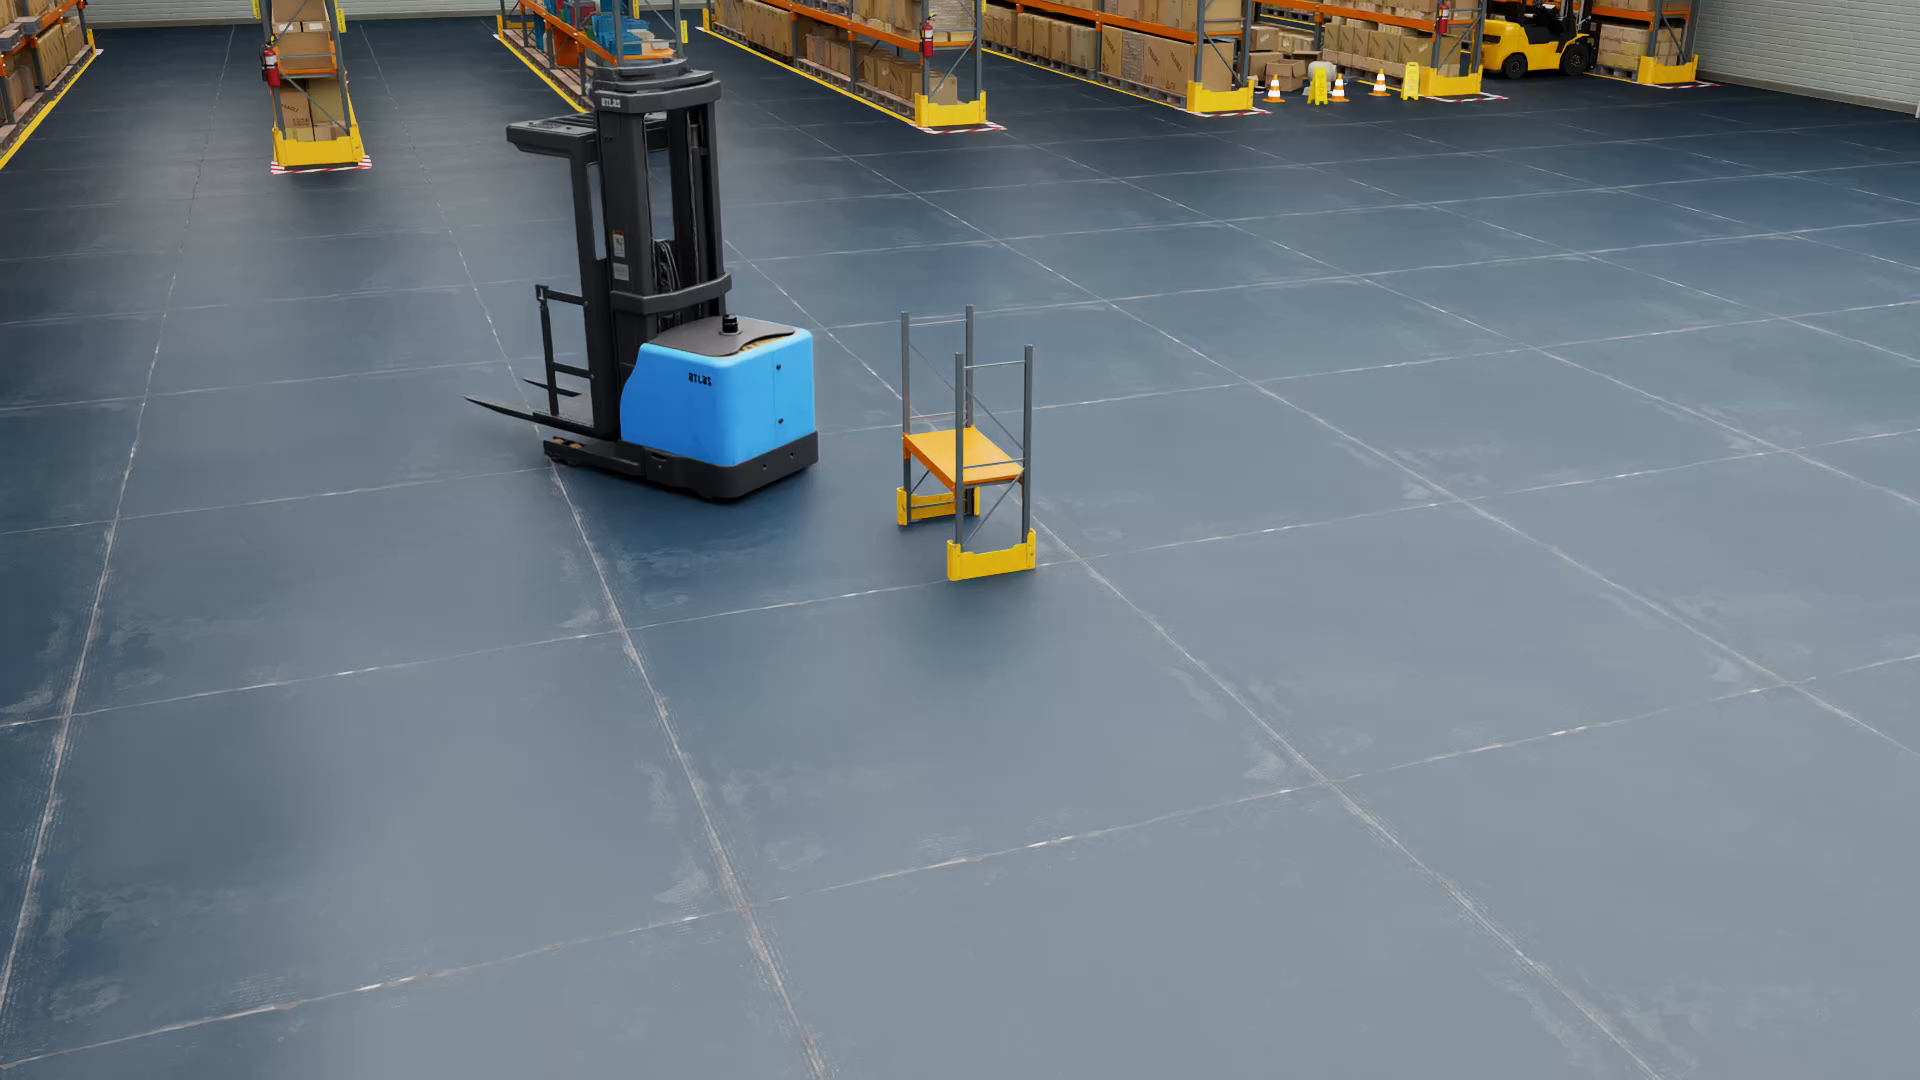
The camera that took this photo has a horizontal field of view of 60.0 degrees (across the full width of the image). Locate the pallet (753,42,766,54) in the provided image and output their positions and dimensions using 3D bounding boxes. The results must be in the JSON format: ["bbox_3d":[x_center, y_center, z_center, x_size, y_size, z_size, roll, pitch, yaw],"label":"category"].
[{"bbox_3d":[-4.029,-11.107,37.331,1.003,0.211,1.213,-8,24,-19],"label":"pallet"}]

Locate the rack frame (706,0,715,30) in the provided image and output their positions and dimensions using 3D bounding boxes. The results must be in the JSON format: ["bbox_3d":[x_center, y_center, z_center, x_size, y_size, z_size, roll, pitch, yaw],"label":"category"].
[{"bbox_3d":[-5.785,-14.115,40.878,1.000,3.000,0.127,-8,24,-19],"label":"rack frame"}]

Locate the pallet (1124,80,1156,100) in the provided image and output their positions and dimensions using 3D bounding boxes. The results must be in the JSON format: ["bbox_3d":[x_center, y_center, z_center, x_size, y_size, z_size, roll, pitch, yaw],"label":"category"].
[{"bbox_3d":[3.760,-8.383,30.868,1.003,0.211,1.213,-8,24,-19],"label":"pallet"}]

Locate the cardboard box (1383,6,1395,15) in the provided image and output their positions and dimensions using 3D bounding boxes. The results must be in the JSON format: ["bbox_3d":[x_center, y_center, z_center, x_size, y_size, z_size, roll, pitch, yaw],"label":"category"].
[{"bbox_3d":[8.289,-10.107,31.692,0.380,0.149,0.250,-9,24,-20],"label":"cardboard box"}]

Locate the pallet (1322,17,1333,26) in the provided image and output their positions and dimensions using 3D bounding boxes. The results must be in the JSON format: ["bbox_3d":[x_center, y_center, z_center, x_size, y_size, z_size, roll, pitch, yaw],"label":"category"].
[{"bbox_3d":[9.864,-13.129,42.127,1.003,0.211,1.213,-8,24,-19],"label":"pallet"}]

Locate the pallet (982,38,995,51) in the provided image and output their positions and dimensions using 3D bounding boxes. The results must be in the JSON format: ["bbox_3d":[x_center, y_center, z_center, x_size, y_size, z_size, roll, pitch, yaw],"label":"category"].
[{"bbox_3d":[1.015,-11.294,37.775,1.003,0.211,1.213,-8,24,-19],"label":"pallet"}]

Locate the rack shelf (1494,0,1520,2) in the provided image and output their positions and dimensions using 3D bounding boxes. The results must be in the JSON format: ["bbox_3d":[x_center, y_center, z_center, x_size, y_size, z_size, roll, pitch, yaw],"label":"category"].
[{"bbox_3d":[11.661,-12.192,37.242,1.077,0.370,4.000,-8,24,-19],"label":"rack shelf"}]

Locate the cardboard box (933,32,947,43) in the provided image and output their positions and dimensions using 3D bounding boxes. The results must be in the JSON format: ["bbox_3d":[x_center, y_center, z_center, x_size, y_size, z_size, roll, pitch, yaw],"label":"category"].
[{"bbox_3d":[-0.426,-8.261,27.312,0.380,0.149,0.250,-8,24,-19],"label":"cardboard box"}]

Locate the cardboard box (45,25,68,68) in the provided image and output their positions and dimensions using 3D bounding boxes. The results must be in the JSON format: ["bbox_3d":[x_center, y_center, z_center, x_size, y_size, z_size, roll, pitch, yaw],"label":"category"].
[{"bbox_3d":[-17.922,-9.608,32.410,0.750,0.750,0.750,-8,24,-18],"label":"cardboard box"}]

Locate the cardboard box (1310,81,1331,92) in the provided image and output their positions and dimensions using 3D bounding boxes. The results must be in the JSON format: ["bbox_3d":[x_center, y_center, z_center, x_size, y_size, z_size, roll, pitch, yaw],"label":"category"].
[{"bbox_3d":[6.786,-8.547,31.336,0.380,0.149,0.250,4,23,9],"label":"cardboard box"}]

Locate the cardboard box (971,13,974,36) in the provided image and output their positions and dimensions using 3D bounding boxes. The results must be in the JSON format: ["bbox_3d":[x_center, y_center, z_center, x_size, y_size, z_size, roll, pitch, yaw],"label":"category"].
[{"bbox_3d":[0.505,-11.851,38.182,0.500,0.500,0.500,-7,24,-17],"label":"cardboard box"}]

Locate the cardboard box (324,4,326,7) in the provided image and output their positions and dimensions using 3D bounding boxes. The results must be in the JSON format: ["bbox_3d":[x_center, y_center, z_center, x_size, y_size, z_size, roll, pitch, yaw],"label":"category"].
[{"bbox_3d":[-10.244,-8.393,26.336,0.380,0.149,0.250,-8,24,-19],"label":"cardboard box"}]

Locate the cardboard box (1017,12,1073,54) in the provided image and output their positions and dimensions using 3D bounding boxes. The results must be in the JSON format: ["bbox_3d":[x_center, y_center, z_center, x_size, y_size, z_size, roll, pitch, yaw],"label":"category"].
[{"bbox_3d":[1.848,-10.776,35.310,1.050,0.750,0.750,-9,24,-20],"label":"cardboard box"}]

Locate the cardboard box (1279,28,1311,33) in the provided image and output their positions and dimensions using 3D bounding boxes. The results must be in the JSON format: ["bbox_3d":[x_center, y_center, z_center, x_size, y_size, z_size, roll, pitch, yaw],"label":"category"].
[{"bbox_3d":[7.033,-10.801,35.857,0.950,0.372,0.625,-8,24,-17],"label":"cardboard box"}]

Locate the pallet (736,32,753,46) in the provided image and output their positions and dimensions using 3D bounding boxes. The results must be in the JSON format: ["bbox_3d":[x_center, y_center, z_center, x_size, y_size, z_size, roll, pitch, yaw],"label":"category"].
[{"bbox_3d":[-4.567,-11.664,38.652,1.003,0.211,1.213,-8,24,-19],"label":"pallet"}]

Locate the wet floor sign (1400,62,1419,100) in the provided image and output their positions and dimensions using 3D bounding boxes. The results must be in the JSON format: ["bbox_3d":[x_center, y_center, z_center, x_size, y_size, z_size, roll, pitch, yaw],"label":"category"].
[{"bbox_3d":[8.205,-8.361,30.256,0.267,0.644,0.232,0,23,-1],"label":"wet floor sign"}]

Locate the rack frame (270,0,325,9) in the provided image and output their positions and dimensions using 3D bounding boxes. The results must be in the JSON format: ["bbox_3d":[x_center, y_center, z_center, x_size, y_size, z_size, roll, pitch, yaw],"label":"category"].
[{"bbox_3d":[-12.228,-9.851,30.760,1.000,3.000,0.127,-8,24,-19],"label":"rack frame"}]

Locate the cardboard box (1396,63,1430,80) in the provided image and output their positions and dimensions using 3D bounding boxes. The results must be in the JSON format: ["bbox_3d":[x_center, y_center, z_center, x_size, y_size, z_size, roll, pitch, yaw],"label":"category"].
[{"bbox_3d":[8.593,-8.853,31.393,0.500,0.250,0.500,-8,24,-19],"label":"cardboard box"}]

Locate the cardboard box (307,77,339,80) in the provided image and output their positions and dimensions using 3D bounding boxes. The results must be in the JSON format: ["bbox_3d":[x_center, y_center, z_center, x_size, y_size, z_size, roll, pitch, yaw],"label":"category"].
[{"bbox_3d":[-9.910,-6.987,25.999,0.500,0.500,0.500,-8,24,-19],"label":"cardboard box"}]

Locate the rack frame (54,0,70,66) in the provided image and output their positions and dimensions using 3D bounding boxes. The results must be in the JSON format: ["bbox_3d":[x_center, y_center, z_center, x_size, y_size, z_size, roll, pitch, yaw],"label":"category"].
[{"bbox_3d":[-18.274,-10.623,32.592,1.000,3.000,0.127,-8,24,-19],"label":"rack frame"}]

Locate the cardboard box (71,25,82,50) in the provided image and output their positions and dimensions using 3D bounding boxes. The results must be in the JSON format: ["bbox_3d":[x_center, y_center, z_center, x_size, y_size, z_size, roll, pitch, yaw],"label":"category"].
[{"bbox_3d":[-19.169,-10.696,35.442,0.700,0.500,0.500,-8,24,-19],"label":"cardboard box"}]

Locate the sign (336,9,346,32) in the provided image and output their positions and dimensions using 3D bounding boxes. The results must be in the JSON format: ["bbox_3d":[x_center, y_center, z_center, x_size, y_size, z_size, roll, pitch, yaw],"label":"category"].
[{"bbox_3d":[-8.880,-7.453,23.855,0.100,0.325,0.005,-8,24,-19],"label":"sign"}]

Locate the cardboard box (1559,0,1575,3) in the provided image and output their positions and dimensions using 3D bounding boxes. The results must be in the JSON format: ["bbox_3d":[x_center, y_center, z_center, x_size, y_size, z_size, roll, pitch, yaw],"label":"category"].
[{"bbox_3d":[12.660,-11.275,34.011,0.500,0.500,0.500,-9,24,-20],"label":"cardboard box"}]

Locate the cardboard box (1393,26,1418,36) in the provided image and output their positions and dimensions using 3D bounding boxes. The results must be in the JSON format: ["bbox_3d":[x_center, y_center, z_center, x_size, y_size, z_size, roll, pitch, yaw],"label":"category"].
[{"bbox_3d":[8.419,-9.612,31.392,0.380,0.149,0.250,-8,24,-17],"label":"cardboard box"}]

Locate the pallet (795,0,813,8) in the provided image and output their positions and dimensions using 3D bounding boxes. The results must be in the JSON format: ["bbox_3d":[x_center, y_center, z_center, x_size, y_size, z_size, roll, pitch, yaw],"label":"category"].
[{"bbox_3d":[-2.607,-10.876,33.439,1.213,0.211,1.003,-8,24,-19],"label":"pallet"}]

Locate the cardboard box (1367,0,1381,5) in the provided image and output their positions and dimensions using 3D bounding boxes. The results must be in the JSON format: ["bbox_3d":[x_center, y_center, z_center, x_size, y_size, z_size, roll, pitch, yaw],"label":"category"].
[{"bbox_3d":[8.182,-10.556,31.920,0.500,0.500,0.500,-8,24,-18],"label":"cardboard box"}]

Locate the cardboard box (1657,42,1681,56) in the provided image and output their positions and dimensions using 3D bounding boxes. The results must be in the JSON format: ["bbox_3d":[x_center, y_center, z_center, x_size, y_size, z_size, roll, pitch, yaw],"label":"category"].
[{"bbox_3d":[13.809,-9.700,32.758,0.500,0.250,0.500,-8,24,-18],"label":"cardboard box"}]

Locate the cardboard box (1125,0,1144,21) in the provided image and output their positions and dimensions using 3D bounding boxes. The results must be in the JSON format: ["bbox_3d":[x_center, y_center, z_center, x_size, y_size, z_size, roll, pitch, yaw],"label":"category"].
[{"bbox_3d":[3.568,-9.927,30.747,0.875,0.550,0.550,-8,24,-19],"label":"cardboard box"}]

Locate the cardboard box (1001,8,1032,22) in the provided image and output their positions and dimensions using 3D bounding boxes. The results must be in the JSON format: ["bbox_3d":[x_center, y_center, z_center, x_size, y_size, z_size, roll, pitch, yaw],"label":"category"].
[{"bbox_3d":[1.230,-11.452,36.271,0.500,0.250,0.500,-9,24,-20],"label":"cardboard box"}]

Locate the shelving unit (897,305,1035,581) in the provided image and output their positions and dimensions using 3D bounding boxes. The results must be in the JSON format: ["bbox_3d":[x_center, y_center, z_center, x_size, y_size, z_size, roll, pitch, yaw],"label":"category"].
[{"bbox_3d":[0.027,-0.663,10.893,0.587,1.500,1.083,-8,24,-19],"label":"shelving unit"}]

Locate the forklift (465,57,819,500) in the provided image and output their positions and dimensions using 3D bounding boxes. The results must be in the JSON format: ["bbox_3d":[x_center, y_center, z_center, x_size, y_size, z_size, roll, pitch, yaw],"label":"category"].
[{"bbox_3d":[-2.563,-2.066,12.377,3.031,2.935,1.130,15,27,32],"label":"forklift"}]

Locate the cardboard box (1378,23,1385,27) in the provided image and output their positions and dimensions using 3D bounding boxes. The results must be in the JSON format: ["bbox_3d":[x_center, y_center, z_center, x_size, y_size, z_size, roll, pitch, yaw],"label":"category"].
[{"bbox_3d":[8.367,-10.024,33.205,0.500,0.500,0.500,-8,24,-18],"label":"cardboard box"}]

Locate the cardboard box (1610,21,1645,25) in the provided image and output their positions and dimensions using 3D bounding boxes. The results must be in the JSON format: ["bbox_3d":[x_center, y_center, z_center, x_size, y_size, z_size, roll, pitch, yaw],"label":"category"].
[{"bbox_3d":[13.442,-10.296,33.528,0.500,0.250,0.500,-9,24,-19],"label":"cardboard box"}]

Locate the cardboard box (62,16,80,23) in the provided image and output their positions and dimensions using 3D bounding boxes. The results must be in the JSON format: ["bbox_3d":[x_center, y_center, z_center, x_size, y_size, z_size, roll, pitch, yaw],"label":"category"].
[{"bbox_3d":[-19.130,-11.155,35.696,0.380,0.149,0.250,-9,24,-20],"label":"cardboard box"}]

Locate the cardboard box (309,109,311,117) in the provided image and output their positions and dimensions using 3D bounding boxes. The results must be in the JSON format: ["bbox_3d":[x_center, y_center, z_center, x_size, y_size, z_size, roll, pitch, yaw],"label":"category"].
[{"bbox_3d":[-10.763,-6.931,26.833,0.500,0.250,0.500,-8,24,-19],"label":"cardboard box"}]

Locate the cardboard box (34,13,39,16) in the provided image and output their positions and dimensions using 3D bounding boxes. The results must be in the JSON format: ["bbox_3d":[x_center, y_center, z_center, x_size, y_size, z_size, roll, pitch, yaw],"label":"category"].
[{"bbox_3d":[-16.856,-9.415,30.025,0.380,0.149,0.250,-8,24,-17],"label":"cardboard box"}]

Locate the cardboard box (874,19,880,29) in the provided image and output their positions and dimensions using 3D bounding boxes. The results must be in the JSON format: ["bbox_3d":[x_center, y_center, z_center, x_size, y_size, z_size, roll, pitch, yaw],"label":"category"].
[{"bbox_3d":[-1.286,-9.069,29.229,0.380,0.149,0.250,-8,24,-19],"label":"cardboard box"}]

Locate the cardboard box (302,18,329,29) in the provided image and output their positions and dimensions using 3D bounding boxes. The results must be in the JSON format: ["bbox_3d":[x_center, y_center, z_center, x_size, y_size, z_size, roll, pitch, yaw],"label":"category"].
[{"bbox_3d":[-9.434,-7.557,24.353,0.380,0.149,0.250,-9,24,-20],"label":"cardboard box"}]

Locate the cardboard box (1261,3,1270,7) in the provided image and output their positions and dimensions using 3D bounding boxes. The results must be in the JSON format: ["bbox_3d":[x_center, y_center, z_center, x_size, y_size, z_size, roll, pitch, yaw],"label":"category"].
[{"bbox_3d":[8.522,-14.648,44.819,0.700,0.500,0.500,-7,24,-17],"label":"cardboard box"}]

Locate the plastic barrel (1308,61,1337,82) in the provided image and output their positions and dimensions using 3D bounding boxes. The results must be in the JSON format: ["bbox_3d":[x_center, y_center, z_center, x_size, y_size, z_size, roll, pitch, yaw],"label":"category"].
[{"bbox_3d":[6.992,-9.017,32.099,0.512,0.421,0.421,8,24,18],"label":"plastic barrel"}]

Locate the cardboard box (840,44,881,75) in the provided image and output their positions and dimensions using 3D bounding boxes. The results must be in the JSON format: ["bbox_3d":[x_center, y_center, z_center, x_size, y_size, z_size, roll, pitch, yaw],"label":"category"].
[{"bbox_3d":[-1.893,-9.208,31.887,0.700,0.500,0.500,-8,24,-19],"label":"cardboard box"}]

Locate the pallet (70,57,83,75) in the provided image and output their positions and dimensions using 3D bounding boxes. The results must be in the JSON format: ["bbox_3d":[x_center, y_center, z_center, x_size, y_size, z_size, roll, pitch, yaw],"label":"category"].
[{"bbox_3d":[-18.469,-9.625,33.815,1.003,0.211,1.213,-8,24,-19],"label":"pallet"}]

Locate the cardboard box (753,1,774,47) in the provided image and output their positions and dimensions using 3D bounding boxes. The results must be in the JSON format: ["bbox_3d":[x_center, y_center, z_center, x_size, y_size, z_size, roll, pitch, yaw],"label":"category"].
[{"bbox_3d":[-3.811,-11.322,36.445,1.225,0.875,0.875,-9,25,-21],"label":"cardboard box"}]

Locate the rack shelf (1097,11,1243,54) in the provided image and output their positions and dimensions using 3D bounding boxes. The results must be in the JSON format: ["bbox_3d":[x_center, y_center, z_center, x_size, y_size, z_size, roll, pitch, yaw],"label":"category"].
[{"bbox_3d":[3.837,-9.341,30.476,1.077,0.370,4.000,-8,24,-19],"label":"rack shelf"}]

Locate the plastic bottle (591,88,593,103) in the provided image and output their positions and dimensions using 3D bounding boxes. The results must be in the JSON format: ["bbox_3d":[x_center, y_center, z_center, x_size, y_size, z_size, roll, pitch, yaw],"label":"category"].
[{"bbox_3d":[-6.216,-7.639,28.356,0.144,0.351,0.185,-9,25,-21],"label":"plastic bottle"}]

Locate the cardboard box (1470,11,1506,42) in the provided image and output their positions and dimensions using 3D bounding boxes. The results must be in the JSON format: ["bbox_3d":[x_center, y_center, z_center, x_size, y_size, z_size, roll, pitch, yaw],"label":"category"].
[{"bbox_3d":[11.906,-11.368,36.875,0.875,0.625,0.625,-9,24,-20],"label":"cardboard box"}]

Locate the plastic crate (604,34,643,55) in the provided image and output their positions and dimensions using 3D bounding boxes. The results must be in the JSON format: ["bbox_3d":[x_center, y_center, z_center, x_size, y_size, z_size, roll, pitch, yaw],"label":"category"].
[{"bbox_3d":[-5.223,-7.694,25.835,0.499,0.251,0.616,-8,24,-19],"label":"plastic crate"}]

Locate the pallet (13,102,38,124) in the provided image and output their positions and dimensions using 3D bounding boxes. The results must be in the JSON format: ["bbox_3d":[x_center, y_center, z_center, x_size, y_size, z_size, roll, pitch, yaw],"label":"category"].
[{"bbox_3d":[-16.159,-7.158,27.961,1.003,0.211,1.213,-8,24,-19],"label":"pallet"}]

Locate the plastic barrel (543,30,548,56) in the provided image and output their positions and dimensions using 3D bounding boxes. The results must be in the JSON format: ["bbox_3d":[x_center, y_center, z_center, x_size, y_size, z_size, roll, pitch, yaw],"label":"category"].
[{"bbox_3d":[-8.463,-10.355,34.618,0.421,0.512,0.421,0,23,0],"label":"plastic barrel"}]

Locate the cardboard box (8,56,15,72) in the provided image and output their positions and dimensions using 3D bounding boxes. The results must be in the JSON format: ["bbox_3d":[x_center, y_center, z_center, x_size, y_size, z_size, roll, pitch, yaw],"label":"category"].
[{"bbox_3d":[-16.415,-8.096,28.283,0.500,0.250,0.500,-8,24,-18],"label":"cardboard box"}]

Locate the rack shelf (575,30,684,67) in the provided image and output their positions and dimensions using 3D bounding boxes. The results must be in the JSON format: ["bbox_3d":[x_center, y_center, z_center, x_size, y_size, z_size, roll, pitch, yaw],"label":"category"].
[{"bbox_3d":[-5.473,-8.017,27.336,1.077,0.370,4.000,-8,24,-19],"label":"rack shelf"}]
